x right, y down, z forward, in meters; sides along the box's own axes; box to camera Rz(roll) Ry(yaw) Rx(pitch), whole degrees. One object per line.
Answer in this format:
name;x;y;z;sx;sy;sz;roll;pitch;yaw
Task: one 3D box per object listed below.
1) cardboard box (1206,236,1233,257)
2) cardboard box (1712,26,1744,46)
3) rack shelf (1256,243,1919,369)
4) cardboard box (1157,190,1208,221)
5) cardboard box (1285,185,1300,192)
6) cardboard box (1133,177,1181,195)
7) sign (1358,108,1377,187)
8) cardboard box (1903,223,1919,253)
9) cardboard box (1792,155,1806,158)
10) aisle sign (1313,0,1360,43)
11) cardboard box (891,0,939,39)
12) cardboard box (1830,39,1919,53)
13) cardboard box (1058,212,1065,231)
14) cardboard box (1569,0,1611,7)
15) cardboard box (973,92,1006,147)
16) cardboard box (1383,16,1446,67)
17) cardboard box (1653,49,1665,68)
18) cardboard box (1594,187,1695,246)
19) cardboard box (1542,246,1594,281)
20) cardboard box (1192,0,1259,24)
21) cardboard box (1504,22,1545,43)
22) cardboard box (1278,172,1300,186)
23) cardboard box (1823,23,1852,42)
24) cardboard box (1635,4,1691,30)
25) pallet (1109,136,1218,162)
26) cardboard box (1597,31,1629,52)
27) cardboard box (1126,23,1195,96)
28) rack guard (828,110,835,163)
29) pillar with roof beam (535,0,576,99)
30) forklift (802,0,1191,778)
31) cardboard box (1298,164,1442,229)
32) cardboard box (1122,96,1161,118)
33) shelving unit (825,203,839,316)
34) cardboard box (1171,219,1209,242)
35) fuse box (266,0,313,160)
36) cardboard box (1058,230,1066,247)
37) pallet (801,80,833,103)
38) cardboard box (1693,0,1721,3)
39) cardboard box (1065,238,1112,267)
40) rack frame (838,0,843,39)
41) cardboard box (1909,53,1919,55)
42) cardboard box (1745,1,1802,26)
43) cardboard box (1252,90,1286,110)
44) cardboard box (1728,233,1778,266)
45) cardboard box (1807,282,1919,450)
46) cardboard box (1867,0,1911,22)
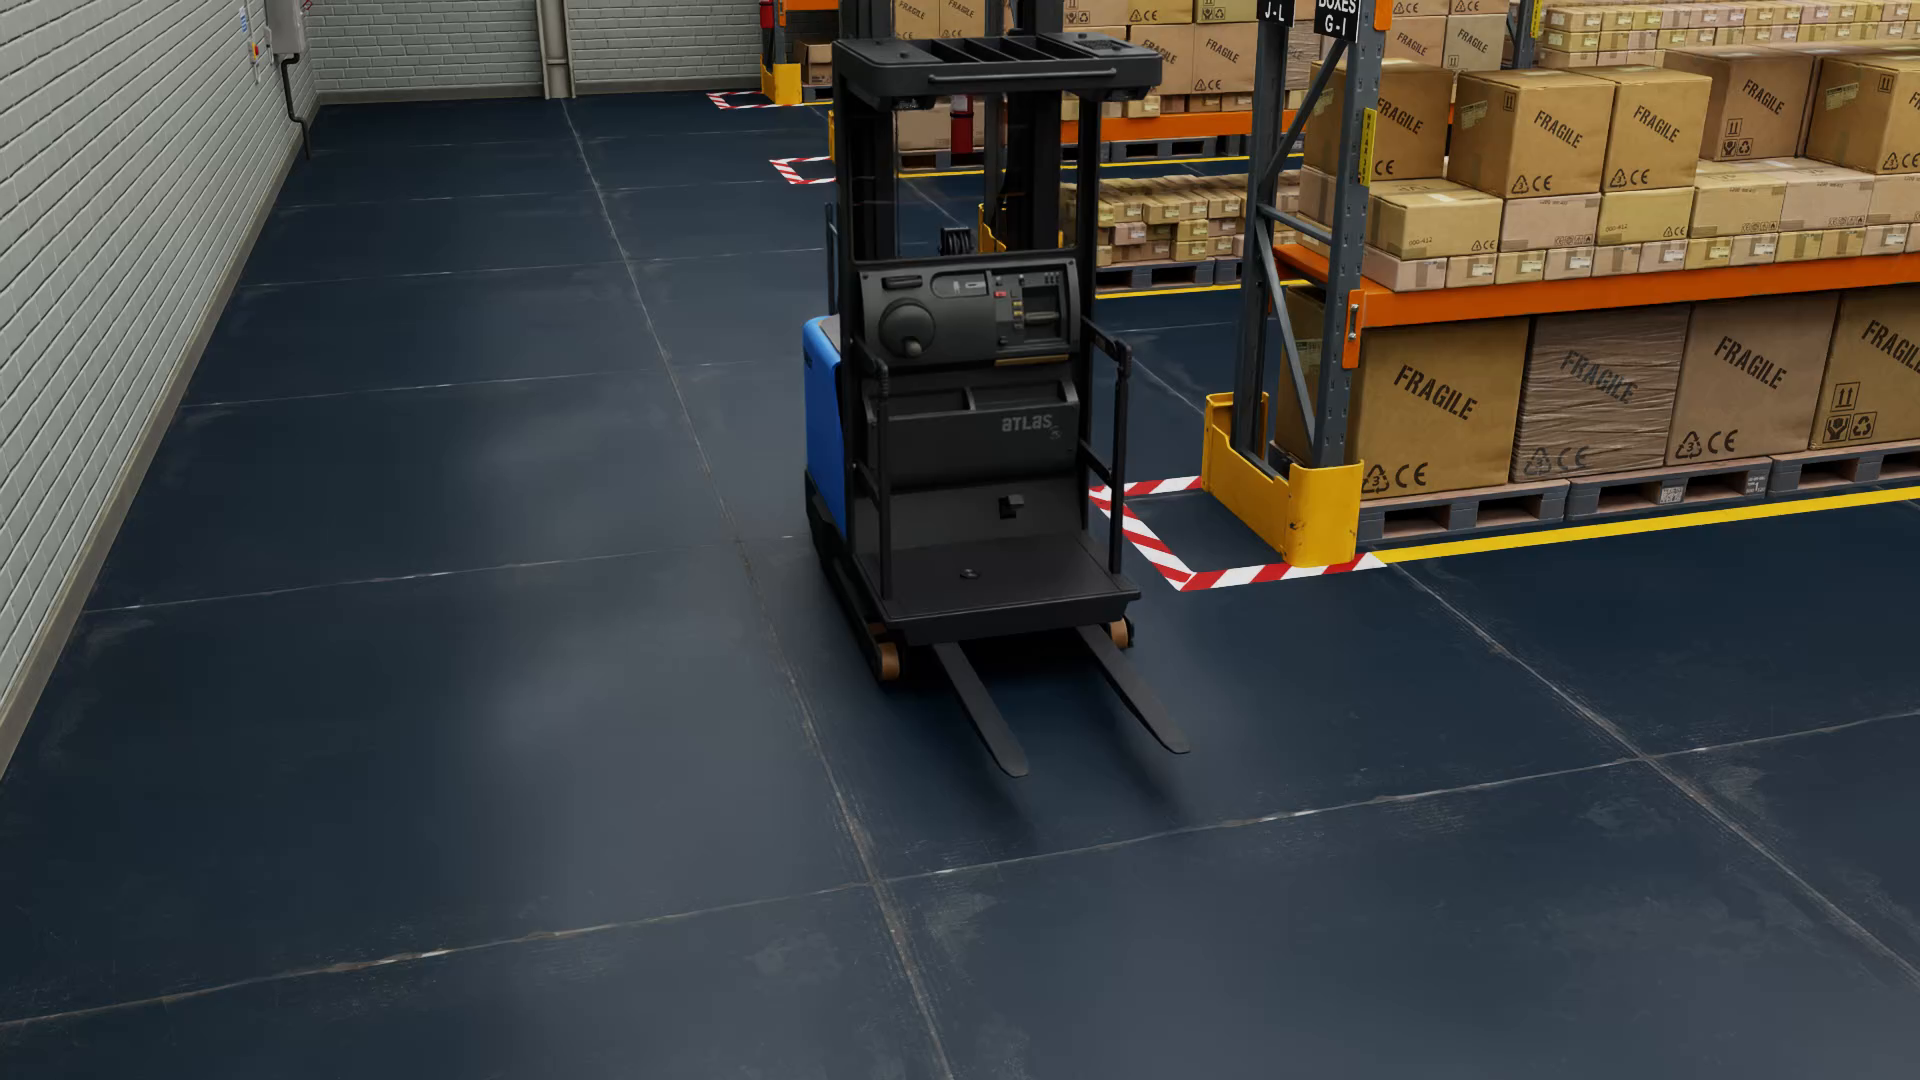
cardboard box;1.934;-2.329;12.957;0.250;0.149;0.380;-6;24;-14
cardboard box;5.997;-4.024;13.233;0.250;0.149;0.380;-7;24;-15
rack shelf;3.548;-1.364;8.536;4.000;0.370;1.077;-6;24;-14
cardboard box;1.703;-2.569;12.762;0.250;0.149;0.380;-8;24;-17
cardboard box;2.723;-2.654;12.959;0.250;0.149;0.380;-7;24;-16
cardboard box;1.560;-2.768;13.225;0.250;0.149;0.380;-7;24;-16
sign;1.767;-1.704;7.219;0.005;0.325;0.100;-6;24;-14
cardboard box;4.774;-1.580;8.447;0.250;0.149;0.380;-7;24;-15
cardboard box;4.471;-1.973;8.858;0.500;0.250;0.500;-6;24;-15
aisle sign;1.634;-2.554;7.102;0.004;0.787;0.394;-6;24;-14
cardboard box;-0.515;-5.232;16.512;0.500;0.500;0.500;-7;24;-15
cardboard box;4.944;-2.366;8.821;0.500;0.500;0.500;-6;24;-14
cardboard box;0.811;-2.559;13.116;0.250;0.149;0.380;-7;24;-16
cardboard box;5.073;-4.324;13.556;0.250;0.149;0.380;-7;24;-16
cardboard box;0.433;-4.468;17.575;0.875;0.438;0.875;-6;24;-13
cardboard box;3.342;-3.770;12.728;0.500;0.500;0.500;-7;24;-16
cardboard box;5.484;-3.829;13.156;0.250;0.149;0.380;-6;24;-14
cardboard box;3.141;-1.607;8.005;0.500;0.250;0.500;-7;24;-16
cardboard box;2.797;-1.362;7.938;0.250;0.149;0.380;-7;24;-15
cardboard box;1.875;-4.067;12.153;0.500;0.500;0.500;-7;24;-16
cardboard box;4.561;-4.133;13.486;0.250;0.149;0.380;-6;24;-13
cardboard box;2.580;-2.854;13.425;0.250;0.149;0.380;-7;24;-17
cardboard box;6.980;-4.131;13.483;0.250;0.149;0.380;-6;24;-14
cardboard box;5.490;-4.103;13.040;0.250;0.149;0.380;-7;24;-15
pallet;2.044;-4.337;18.089;1.213;0.211;1.003;-6;24;-14
cardboard box;4.984;-3.911;12.969;0.250;0.149;0.380;-7;24;-15
cardboard box;1.396;-3.567;12.255;0.500;0.500;0.500;-6;24;-14
rack guard;-1.077;-4.092;17.153;0.348;0.500;1.175;-6;24;-14
pillar with roof beam;-4.075;-8.305;16.193;0.400;9.000;9.100;-6;24;-14
forklift;0.105;-0.931;6.703;1.130;2.935;3.031;-6;24;-14
cardboard box;2.018;-1.701;8.224;0.500;0.250;0.500;-7;24;-15
cardboard box;1.288;-3.221;12.271;0.250;0.149;0.380;-7;24;-16
shelving unit;-0.119;-0.970;8.609;1.048;1.500;0.538;-5;24;-12
cardboard box;1.721;-2.406;12.760;0.250;0.149;0.380;-6;24;-13
fuse box;-6.904;-4.855;17.395;0.414;1.711;0.539;-6;24;-14
cardboard box;0.831;-2.393;13.106;0.250;0.149;0.380;-6;24;-13
pallet;-1.558;-5.939;21.825;1.213;0.211;1.003;-6;24;-14
cardboard box;6.079;-4.437;13.817;0.250;0.149;0.380;-7;24;-15
cardboard box;0.971;-2.192;12.638;0.250;0.149;0.380;-6;24;-13
rack frame;-1.054;-5.243;16.666;0.127;3.000;1.000;-6;24;-14
cardboard box;5.104;-2.169;8.363;0.500;0.500;0.500;-6;24;-13
cardboard box;6.489;-4.215;13.300;0.250;0.149;0.380;-5;24;-12
cardboard box;2.269;-3.355;12.584;0.250;0.149;0.380;-5;24;-12
cardboard box;3.786;-1.471;8.193;0.250;0.149;0.380;-6;24;-14
cardboard box;4.817;-1.084;9.134;0.875;0.875;0.875;-6;24;-14
cardboard box;7.492;-4.326;13.559;0.250;0.149;0.380;-7;24;-15
